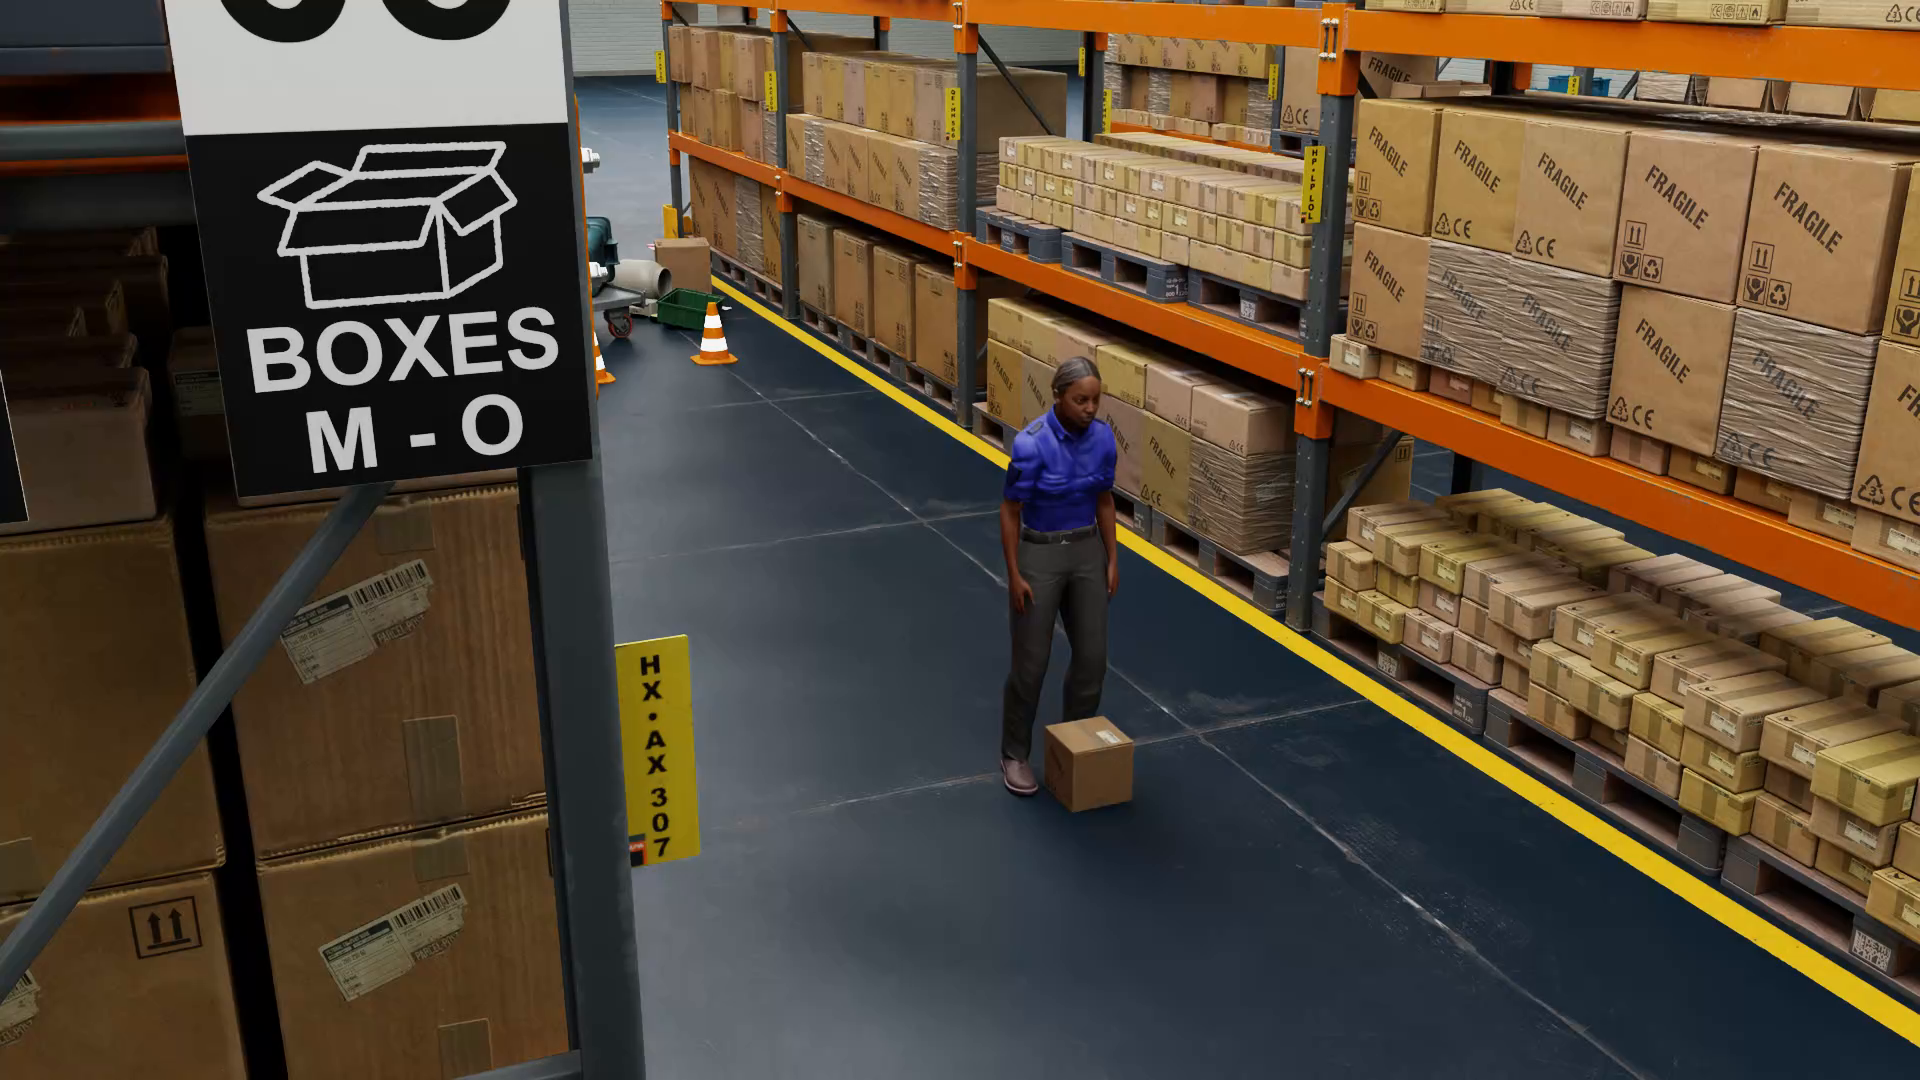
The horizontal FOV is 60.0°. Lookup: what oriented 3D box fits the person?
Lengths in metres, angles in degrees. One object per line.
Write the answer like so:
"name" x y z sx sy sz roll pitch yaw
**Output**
"person" 0.390 0.122 6.219 0.523 1.653 0.402 -9 21 -25
